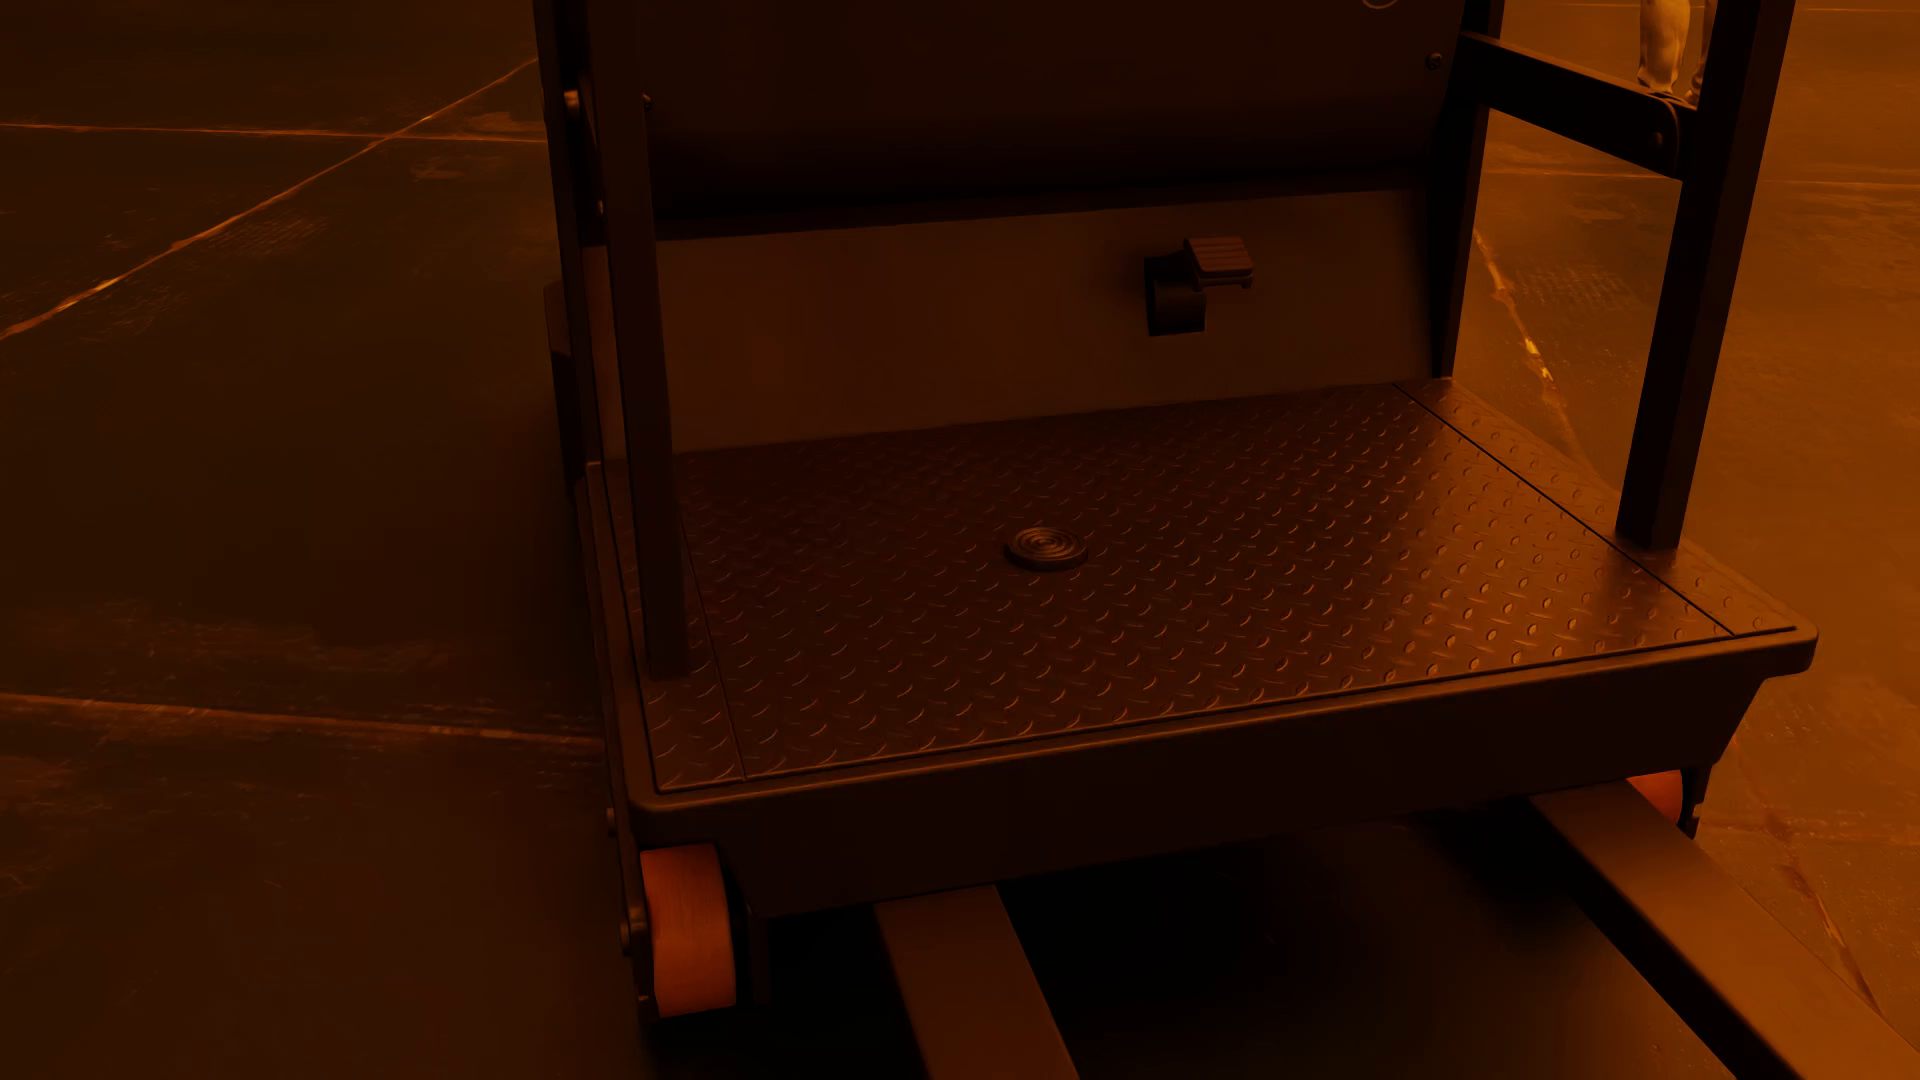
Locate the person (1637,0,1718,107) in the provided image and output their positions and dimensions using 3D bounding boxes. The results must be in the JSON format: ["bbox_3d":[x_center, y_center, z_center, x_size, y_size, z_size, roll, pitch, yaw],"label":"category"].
[{"bbox_3d":[2.058,-2.007,4.610,0.588,1.694,0.530,0,27,0],"label":"person"}]

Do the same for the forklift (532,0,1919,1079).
[{"bbox_3d":[0.153,-1.049,1.319,1.130,2.935,3.031,-7,27,-13],"label":"forklift"}]
